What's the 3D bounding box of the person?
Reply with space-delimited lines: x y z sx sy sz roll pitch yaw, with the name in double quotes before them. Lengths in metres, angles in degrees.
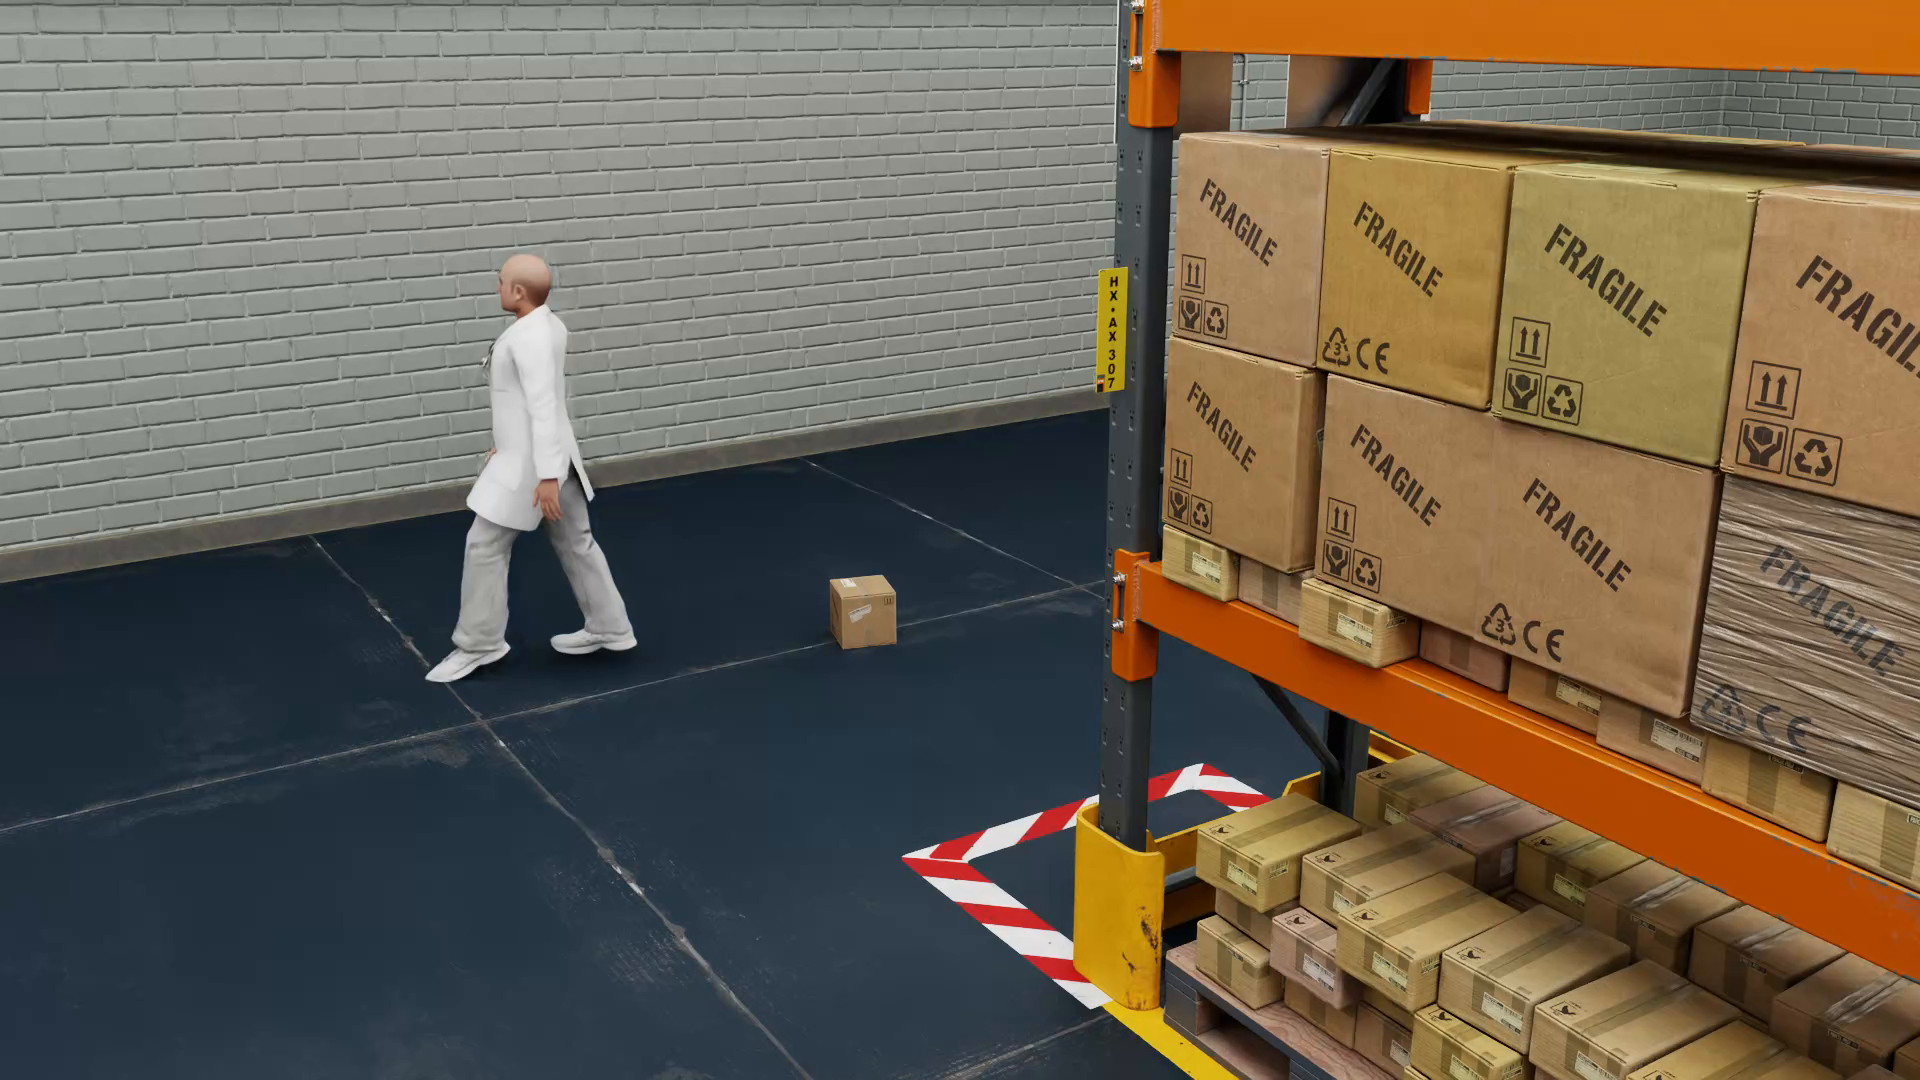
"person" -1.855 -0.299 7.027 0.859 1.810 0.630 1 18 2
